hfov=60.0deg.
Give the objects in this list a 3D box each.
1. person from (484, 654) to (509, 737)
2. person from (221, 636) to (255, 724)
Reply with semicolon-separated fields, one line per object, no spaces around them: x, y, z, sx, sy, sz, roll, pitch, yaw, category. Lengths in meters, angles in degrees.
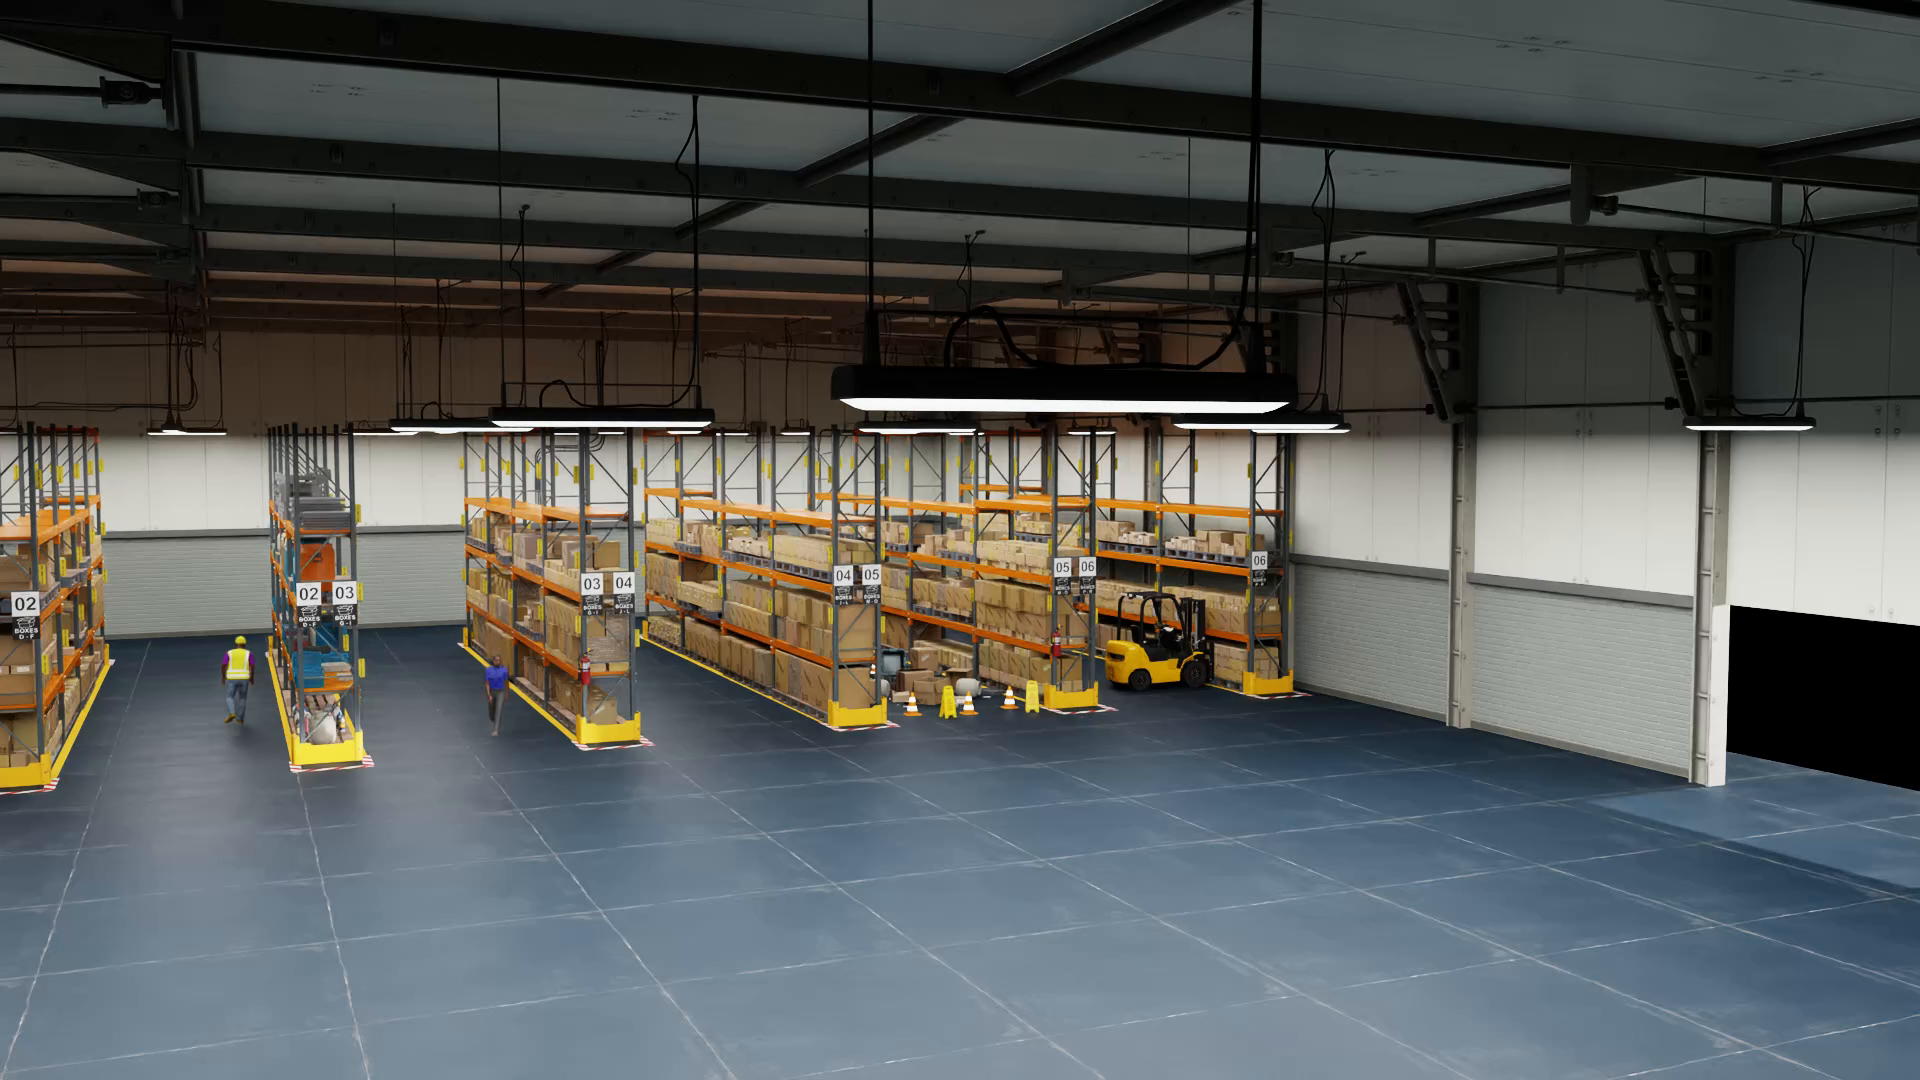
-8.923;2.967;31.995;0.436;1.569;1.097;0;4;-6;person
-14.477;2.819;33.362;0.629;1.736;0.700;-1;4;-22;person
